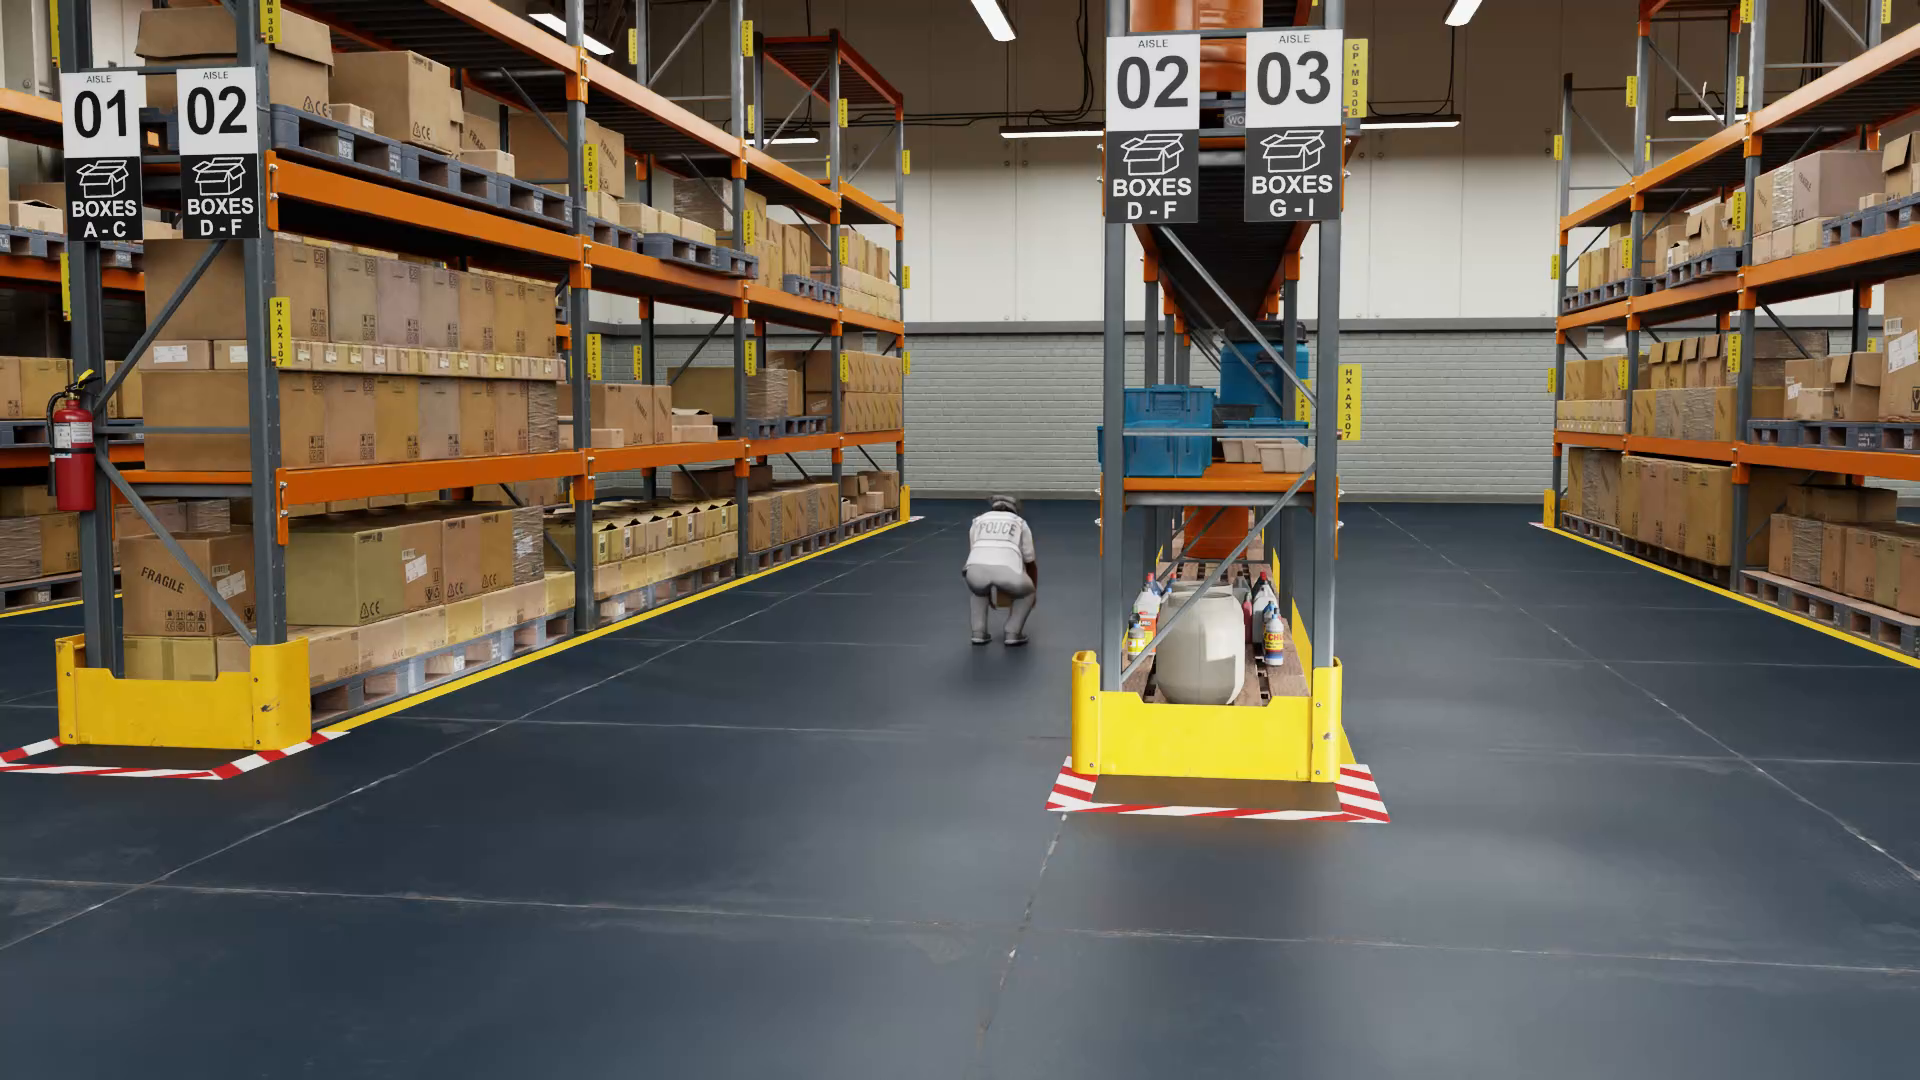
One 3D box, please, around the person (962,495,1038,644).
[{"bbox_3d":[0.274,0.203,11.545,0.485,1.003,0.834,1,5,17],"label":"person"}]
